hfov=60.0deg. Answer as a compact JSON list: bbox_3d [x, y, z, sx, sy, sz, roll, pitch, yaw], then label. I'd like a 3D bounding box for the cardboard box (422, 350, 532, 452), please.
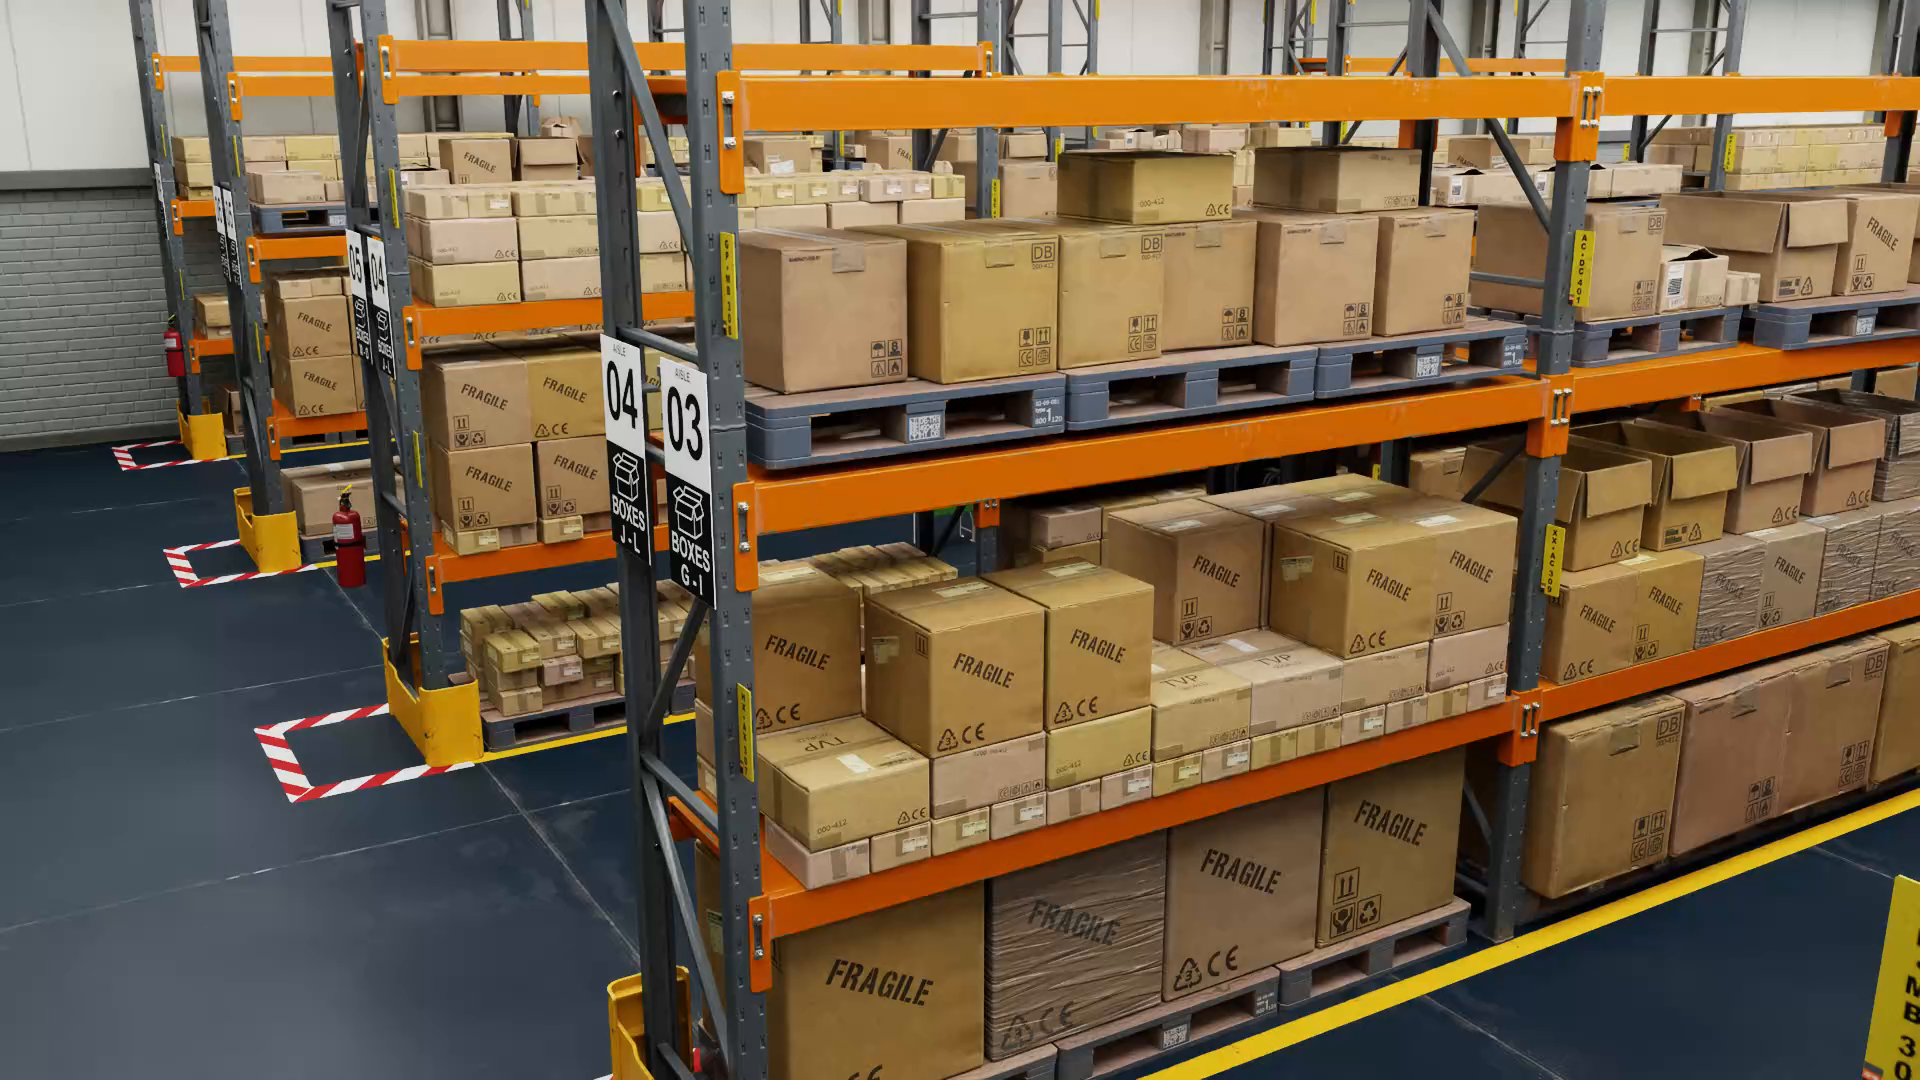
[{"bbox_3d":[-2.951,-0.858,10.165,0.500,0.500,0.500,-9,18,-30],"label":"cardboard box"}]

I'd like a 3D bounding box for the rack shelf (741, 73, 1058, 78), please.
[{"bbox_3d":[-0.966,-4.499,16.702,4.000,0.370,1.077,-9,18,-30],"label":"rack shelf"}]

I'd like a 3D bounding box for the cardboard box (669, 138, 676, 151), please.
[{"bbox_3d":[-3.689,-4.871,20.464,0.250,0.149,0.380,-9,18,-29],"label":"cardboard box"}]

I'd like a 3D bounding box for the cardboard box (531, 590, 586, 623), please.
[{"bbox_3d":[-2.748,0.481,11.380,0.250,0.149,0.380,-10,18,-31],"label":"cardboard box"}]

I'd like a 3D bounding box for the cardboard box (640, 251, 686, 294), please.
[{"bbox_3d":[-2.068,-1.706,10.500,0.500,0.250,0.500,-10,18,-32],"label":"cardboard box"}]

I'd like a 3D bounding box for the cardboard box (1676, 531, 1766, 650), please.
[{"bbox_3d":[3.806,0.228,8.696,0.500,0.500,0.500,-10,18,-31],"label":"cardboard box"}]

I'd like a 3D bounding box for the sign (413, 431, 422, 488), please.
[{"bbox_3d":[-3.193,-0.476,9.785,0.005,0.325,0.100,-9,18,-30],"label":"sign"}]

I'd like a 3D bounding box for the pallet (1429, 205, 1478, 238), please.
[{"bbox_3d":[3.909,-2.751,14.301,1.003,0.211,1.213,-8,18,-27],"label":"pallet"}]

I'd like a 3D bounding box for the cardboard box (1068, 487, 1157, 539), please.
[{"bbox_3d":[1.180,-0.216,12.927,0.500,0.250,0.500,-9,18,-28],"label":"cardboard box"}]

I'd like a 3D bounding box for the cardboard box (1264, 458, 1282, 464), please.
[{"bbox_3d":[2.669,-0.616,14.354,0.500,0.250,0.500,-10,19,-32],"label":"cardboard box"}]

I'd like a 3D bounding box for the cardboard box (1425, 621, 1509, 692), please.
[{"bbox_3d":[2.180,0.472,7.734,0.500,0.250,0.500,-10,18,-31],"label":"cardboard box"}]

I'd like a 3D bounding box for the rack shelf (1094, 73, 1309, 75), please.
[{"bbox_3d":[3.332,-6.759,24.764,4.000,0.370,1.077,-9,18,-30],"label":"rack shelf"}]

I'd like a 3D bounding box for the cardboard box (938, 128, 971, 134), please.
[{"bbox_3d":[-0.192,-5.504,22.622,0.500,0.500,0.500,-9,18,-28],"label":"cardboard box"}]

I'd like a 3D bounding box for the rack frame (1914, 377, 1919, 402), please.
[{"bbox_3d":[10.242,-2.408,18.284,0.127,3.000,1.000,-9,18,-30],"label":"rack frame"}]

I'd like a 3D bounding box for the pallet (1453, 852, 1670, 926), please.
[{"bbox_3d":[3.046,1.639,9.011,1.213,0.211,1.003,-9,18,-30],"label":"pallet"}]

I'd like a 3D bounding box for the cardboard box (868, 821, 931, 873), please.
[{"bbox_3d":[-0.312,1.089,6.272,0.250,0.149,0.380,-10,18,-31],"label":"cardboard box"}]

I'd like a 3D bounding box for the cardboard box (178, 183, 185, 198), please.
[{"bbox_3d":[-8.513,-3.885,18.459,0.250,0.149,0.380,-9,18,-28],"label":"cardboard box"}]

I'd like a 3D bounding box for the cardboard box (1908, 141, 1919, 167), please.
[{"bbox_3d":[9.537,-3.972,17.068,0.500,0.250,0.500,-9,18,-30],"label":"cardboard box"}]

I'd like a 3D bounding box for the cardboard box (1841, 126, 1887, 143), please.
[{"bbox_3d":[9.038,-4.064,16.658,0.250,0.149,0.380,-10,18,-31],"label":"cardboard box"}]

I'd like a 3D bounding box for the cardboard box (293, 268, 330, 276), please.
[{"bbox_3d":[-5.699,-2.294,14.638,0.250,0.149,0.380,-9,18,-29],"label":"cardboard box"}]

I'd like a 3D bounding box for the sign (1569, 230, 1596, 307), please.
[{"bbox_3d":[2.711,-1.182,7.247,0.005,0.325,0.100,-9,18,-30],"label":"sign"}]

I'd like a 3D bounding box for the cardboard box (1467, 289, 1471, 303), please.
[{"bbox_3d":[4.207,-1.957,14.635,0.500,0.500,0.700,-10,18,-31],"label":"cardboard box"}]

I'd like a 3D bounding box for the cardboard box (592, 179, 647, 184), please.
[{"bbox_3d":[-2.225,-2.274,10.860,0.250,0.149,0.380,-9,18,-29],"label":"cardboard box"}]

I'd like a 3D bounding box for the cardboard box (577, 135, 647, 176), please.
[{"bbox_3d":[-3.292,-3.581,15.762,0.500,0.500,0.500,-9,18,-29],"label":"cardboard box"}]

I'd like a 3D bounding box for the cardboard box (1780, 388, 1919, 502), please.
[{"bbox_3d":[5.217,-0.568,9.675,0.637,0.503,0.797,-9,18,-28],"label":"cardboard box"}]

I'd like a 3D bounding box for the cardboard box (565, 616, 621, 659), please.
[{"bbox_3d":[-2.393,0.634,10.832,0.250,0.149,0.380,-9,18,-30],"label":"cardboard box"}]

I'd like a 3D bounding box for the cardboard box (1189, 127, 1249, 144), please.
[{"bbox_3d":[3.048,-4.738,19.613,0.500,0.250,0.500,-10,18,-31],"label":"cardboard box"}]

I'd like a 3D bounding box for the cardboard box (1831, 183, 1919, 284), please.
[{"bbox_3d":[5.367,-1.729,9.336,0.637,0.503,0.797,-8,18,-26],"label":"cardboard box"}]

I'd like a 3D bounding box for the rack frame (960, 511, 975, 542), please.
[{"bbox_3d":[0.067,-0.589,15.127,0.015,1.200,0.240,-9,18,-30],"label":"rack frame"}]

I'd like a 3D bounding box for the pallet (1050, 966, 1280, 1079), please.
[{"bbox_3d":[0.685,2.022,7.644,1.213,0.211,1.003,-9,18,-30],"label":"pallet"}]

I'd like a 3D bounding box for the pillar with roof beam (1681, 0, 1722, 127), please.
[{"bbox_3d":[16.489,-8.360,28.401,0.400,9.000,9.100,-9,18,-30],"label":"pillar with roof beam"}]

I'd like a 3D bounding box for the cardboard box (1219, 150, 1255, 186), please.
[{"bbox_3d":[2.080,-2.857,12.725,0.258,0.266,0.396,-9,18,-30],"label":"cardboard box"}]

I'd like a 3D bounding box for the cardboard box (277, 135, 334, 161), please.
[{"bbox_3d":[-7.289,-4.362,18.498,0.500,0.250,0.500,-10,18,-31],"label":"cardboard box"}]

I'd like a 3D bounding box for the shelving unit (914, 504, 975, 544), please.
[{"bbox_3d":[-0.142,-0.555,15.006,0.503,1.200,0.258,-9,18,-30],"label":"shelving unit"}]

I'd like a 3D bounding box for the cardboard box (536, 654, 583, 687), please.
[{"bbox_3d":[-2.628,0.805,10.775,0.250,0.149,0.380,-9,18,-30],"label":"cardboard box"}]

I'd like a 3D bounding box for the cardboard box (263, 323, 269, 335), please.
[{"bbox_3d":[-7.844,-2.415,18.774,0.250,0.149,0.380,-9,18,-30],"label":"cardboard box"}]

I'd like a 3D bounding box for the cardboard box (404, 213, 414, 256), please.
[{"bbox_3d":[-3.209,-1.920,10.336,0.500,0.250,0.500,-10,18,-31],"label":"cardboard box"}]

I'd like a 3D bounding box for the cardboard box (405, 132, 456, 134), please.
[{"bbox_3d":[-6.247,-4.697,19.691,0.500,0.250,0.500,-10,18,-31],"label":"cardboard box"}]

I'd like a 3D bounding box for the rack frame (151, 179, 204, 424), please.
[{"bbox_3d":[-8.668,-2.463,18.480,0.127,3.000,1.000,-9,18,-30],"label":"rack frame"}]

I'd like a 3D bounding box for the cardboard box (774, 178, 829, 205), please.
[{"bbox_3d":[-1.061,-2.292,10.923,0.250,0.149,0.380,-10,19,-32],"label":"cardboard box"}]

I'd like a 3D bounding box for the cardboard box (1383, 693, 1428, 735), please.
[{"bbox_3d":[1.890,0.732,7.547,0.250,0.149,0.380,-10,18,-31],"label":"cardboard box"}]

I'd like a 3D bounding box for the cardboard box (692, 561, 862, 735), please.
[{"bbox_3d":[-0.723,0.417,6.543,0.500,0.500,0.500,-9,18,-29],"label":"cardboard box"}]

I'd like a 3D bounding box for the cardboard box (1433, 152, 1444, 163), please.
[{"bbox_3d":[5.569,-4.637,20.405,0.500,0.250,0.500,-9,18,-29],"label":"cardboard box"}]

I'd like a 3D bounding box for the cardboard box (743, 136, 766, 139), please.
[{"bbox_3d":[-2.675,-5.080,21.246,0.250,0.149,0.380,-10,18,-31],"label":"cardboard box"}]

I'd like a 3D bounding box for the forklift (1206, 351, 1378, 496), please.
[{"bbox_3d":[2.421,-0.286,10.839,3.031,2.935,1.130,-9,18,-28],"label":"forklift"}]

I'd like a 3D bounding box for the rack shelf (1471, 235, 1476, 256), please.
[{"bbox_3d":[5.099,-2.672,15.001,4.000,0.370,1.077,-9,18,-30],"label":"rack shelf"}]

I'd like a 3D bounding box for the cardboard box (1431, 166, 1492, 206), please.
[{"bbox_3d":[4.118,-2.998,14.031,0.500,0.311,0.500,-9,18,-30],"label":"cardboard box"}]

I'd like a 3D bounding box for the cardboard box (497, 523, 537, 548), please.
[{"bbox_3d":[-2.830,-0.077,10.434,0.250,0.149,0.380,-8,18,-28],"label":"cardboard box"}]

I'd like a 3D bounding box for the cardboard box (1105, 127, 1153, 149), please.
[{"bbox_3d":[2.456,-5.842,24.179,0.500,0.311,0.500,-9,18,-29],"label":"cardboard box"}]

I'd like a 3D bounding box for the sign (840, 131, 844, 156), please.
[{"bbox_3d":[-1.533,-5.143,21.524,0.005,0.325,0.100,-9,18,-30],"label":"sign"}]

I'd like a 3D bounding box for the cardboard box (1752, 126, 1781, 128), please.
[{"bbox_3d":[8.045,-4.110,16.821,0.250,0.149,0.380,-9,18,-30],"label":"cardboard box"}]

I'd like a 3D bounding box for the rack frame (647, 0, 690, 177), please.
[{"bbox_3d":[-2.680,-4.760,15.559,0.127,3.000,1.000,-9,18,-30],"label":"rack frame"}]

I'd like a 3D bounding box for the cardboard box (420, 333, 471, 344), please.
[{"bbox_3d":[-4.674,-1.993,14.763,0.500,0.500,0.500,-9,18,-30],"label":"cardboard box"}]

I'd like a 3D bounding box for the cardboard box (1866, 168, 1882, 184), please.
[{"bbox_3d":[9.042,-3.681,16.769,0.250,0.149,0.380,-9,18,-29],"label":"cardboard box"}]
